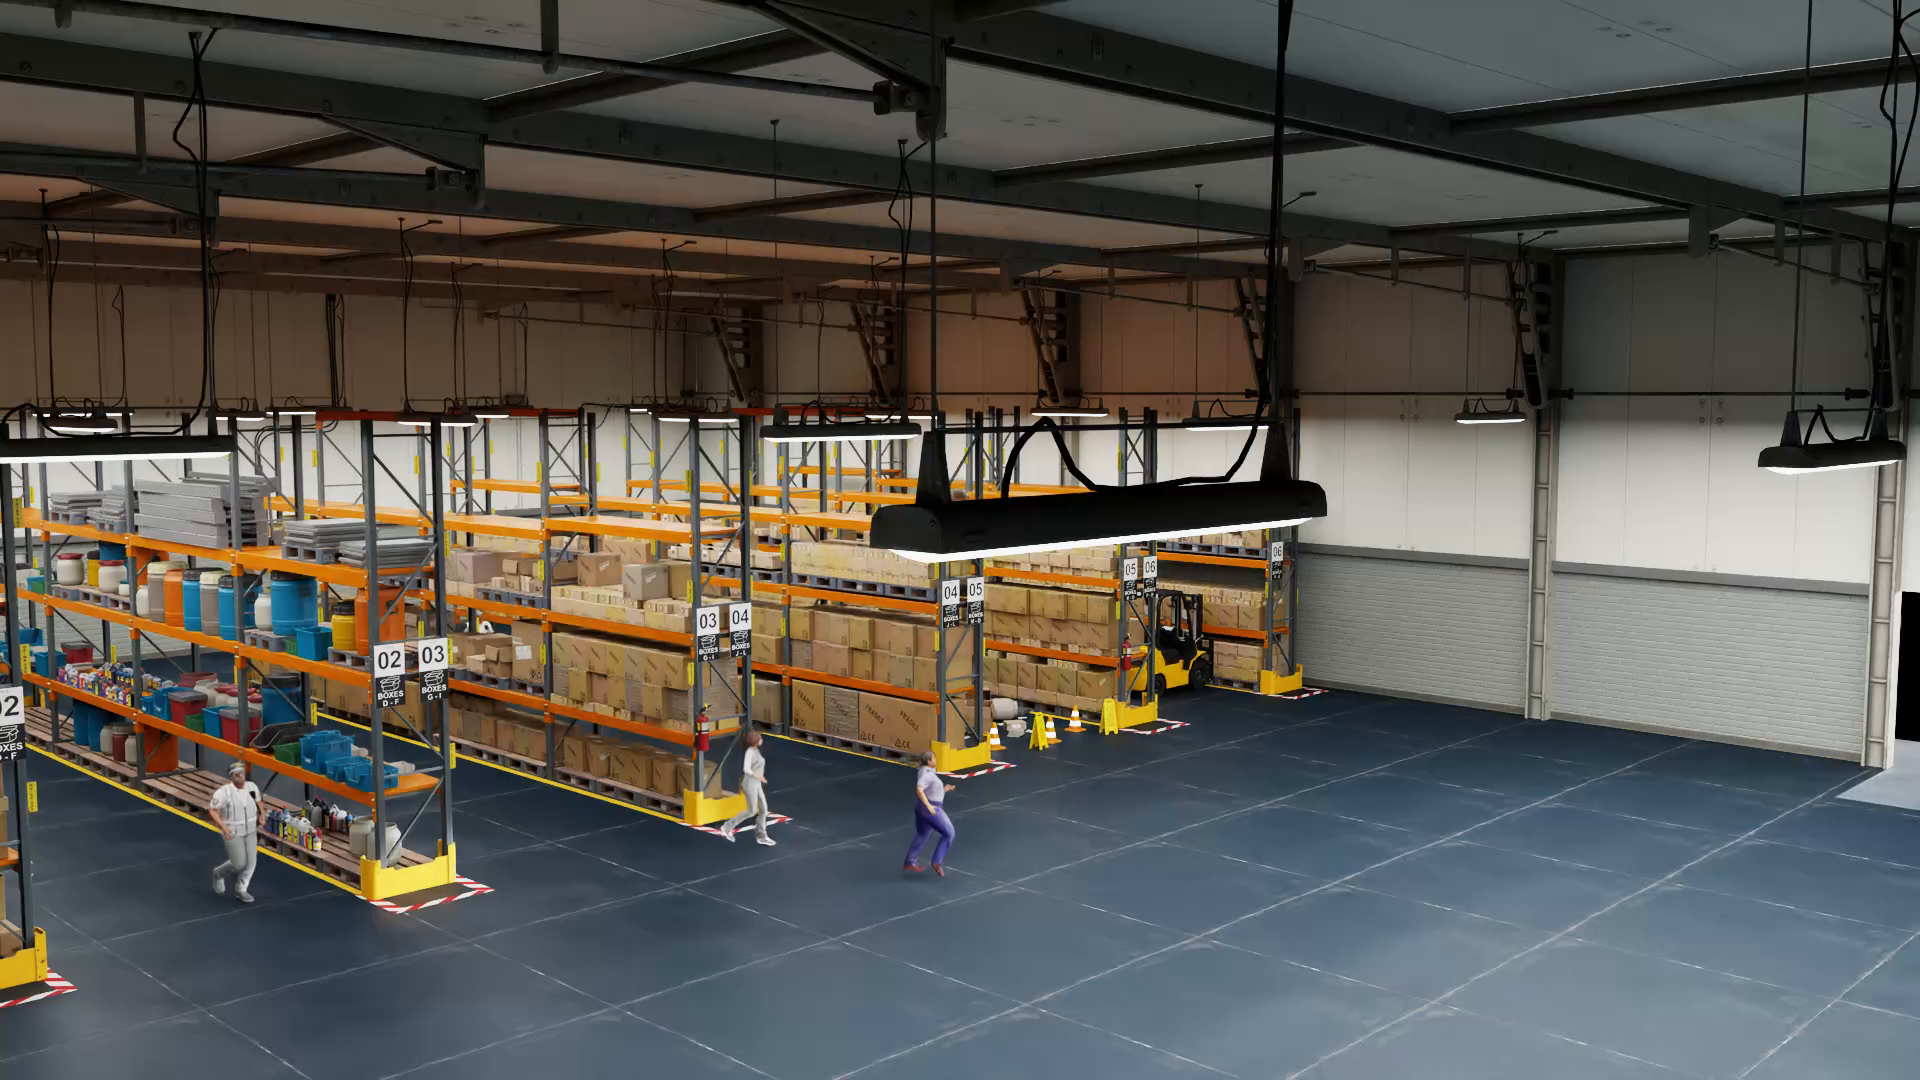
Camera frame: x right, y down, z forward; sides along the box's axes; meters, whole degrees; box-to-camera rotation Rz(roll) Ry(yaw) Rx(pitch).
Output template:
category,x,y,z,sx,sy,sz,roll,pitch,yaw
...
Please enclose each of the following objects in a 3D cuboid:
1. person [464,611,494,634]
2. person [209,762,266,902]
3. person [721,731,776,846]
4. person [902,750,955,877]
category,x,y,z,sx,sy,sz,roll,pitch,yaw
person,-10.266,2.356,35.638,0.582,1.716,0.812,-4,6,-37
person,-9.006,3.627,20.792,0.647,1.758,0.653,4,6,37
person,-2.957,3.480,23.414,0.756,1.584,0.592,0,5,1
person,-0.395,3.591,21.789,0.711,1.689,0.575,-2,5,-23
